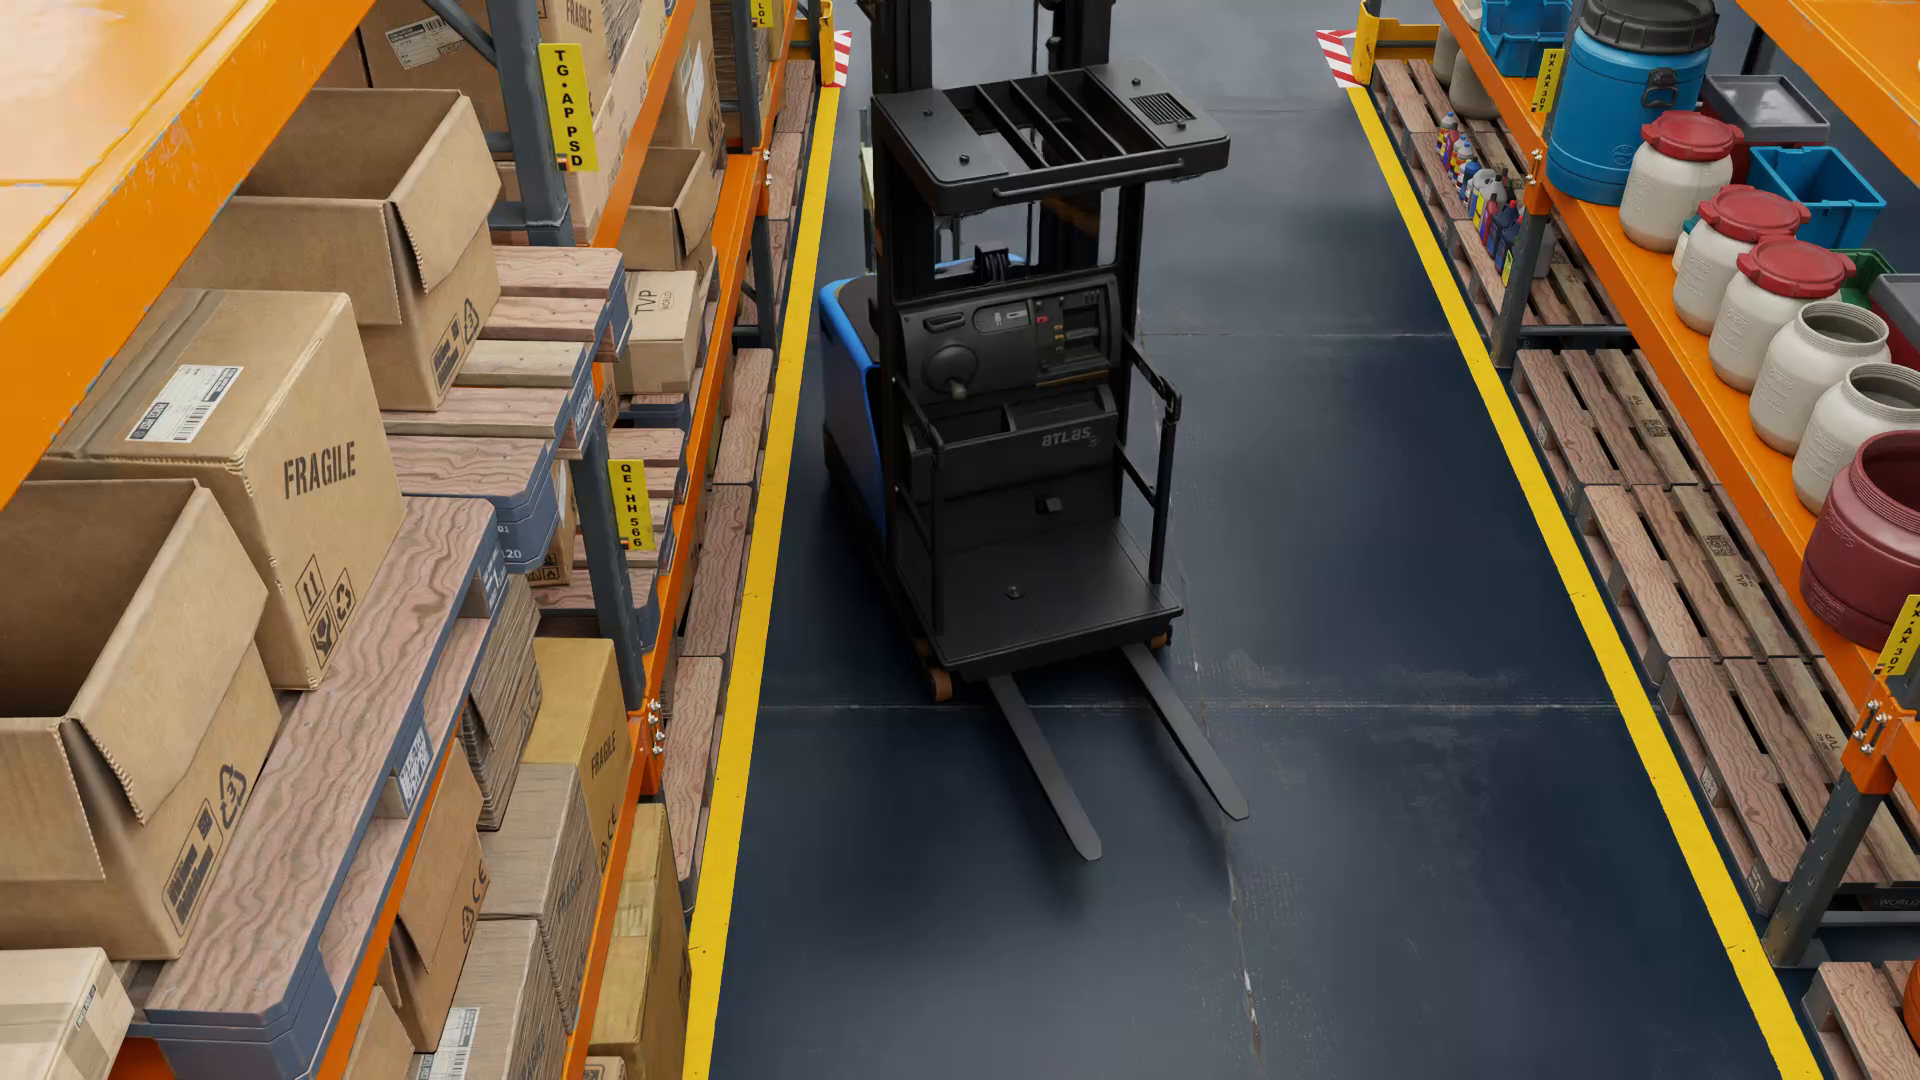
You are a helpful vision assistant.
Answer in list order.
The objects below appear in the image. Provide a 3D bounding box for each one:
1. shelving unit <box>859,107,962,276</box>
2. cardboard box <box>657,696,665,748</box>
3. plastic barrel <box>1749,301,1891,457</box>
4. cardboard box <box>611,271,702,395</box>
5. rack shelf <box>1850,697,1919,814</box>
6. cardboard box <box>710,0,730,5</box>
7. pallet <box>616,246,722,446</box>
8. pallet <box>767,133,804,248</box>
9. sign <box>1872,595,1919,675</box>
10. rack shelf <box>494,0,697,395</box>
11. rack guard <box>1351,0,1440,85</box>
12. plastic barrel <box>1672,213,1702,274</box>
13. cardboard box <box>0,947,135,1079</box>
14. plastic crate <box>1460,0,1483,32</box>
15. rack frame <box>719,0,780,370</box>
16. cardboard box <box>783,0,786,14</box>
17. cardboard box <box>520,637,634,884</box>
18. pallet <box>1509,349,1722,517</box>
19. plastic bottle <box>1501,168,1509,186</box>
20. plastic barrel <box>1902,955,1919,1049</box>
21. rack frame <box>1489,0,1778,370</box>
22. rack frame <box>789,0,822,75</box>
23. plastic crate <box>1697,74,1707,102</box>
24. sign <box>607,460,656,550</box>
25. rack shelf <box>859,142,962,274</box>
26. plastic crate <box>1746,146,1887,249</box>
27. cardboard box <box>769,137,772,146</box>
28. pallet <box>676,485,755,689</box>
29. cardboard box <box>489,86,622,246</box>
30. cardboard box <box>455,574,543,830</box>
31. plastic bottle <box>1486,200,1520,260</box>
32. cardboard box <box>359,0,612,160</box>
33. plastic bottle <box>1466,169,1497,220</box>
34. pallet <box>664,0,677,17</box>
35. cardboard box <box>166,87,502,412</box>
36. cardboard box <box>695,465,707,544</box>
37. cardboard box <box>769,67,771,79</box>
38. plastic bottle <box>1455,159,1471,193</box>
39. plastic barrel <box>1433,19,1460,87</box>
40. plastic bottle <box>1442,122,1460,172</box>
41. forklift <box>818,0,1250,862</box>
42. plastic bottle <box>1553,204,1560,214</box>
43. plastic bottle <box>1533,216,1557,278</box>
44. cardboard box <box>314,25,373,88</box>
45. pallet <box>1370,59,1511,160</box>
[{"bbox_3d":[-0.252,-1.355,8.487,0.431,1.500,0.755,-5,39,-6],"label":"shelving unit"},{"bbox_3d":[-1.521,0.741,6.320,0.700,0.500,0.500,-2,39,-2],"label":"cardboard box"},{"bbox_3d":[3.238,-0.598,6.253,0.421,0.512,0.421,0,39,0],"label":"plastic barrel"},{"bbox_3d":[-1.272,-0.798,6.376,0.500,0.250,0.500,-1,39,-1],"label":"cardboard box"},{"bbox_3d":[3.455,1.884,3.821,1.077,0.370,4.000,0,39,0],"label":"rack shelf"},{"bbox_3d":[-1.251,-2.972,8.189,0.500,0.500,0.500,0,39,0],"label":"cardboard box"},{"bbox_3d":[-1.543,-0.807,6.757,1.003,0.211,1.213,0,39,0],"label":"pallet"},{"bbox_3d":[-1.545,-2.242,10.625,1.003,0.211,1.213,0,39,0],"label":"pallet"},{"bbox_3d":[2.903,0.293,5.100,0.100,0.325,0.005,0,39,0],"label":"sign"},{"bbox_3d":[-1.502,-1.785,6.000,1.077,0.370,4.000,0,39,0],"label":"rack shelf"},{"bbox_3d":[3.491,-3.628,12.122,1.175,0.500,0.348,0,39,0],"label":"rack guard"},{"bbox_3d":[3.296,-1.267,7.289,0.301,0.262,0.301,0,39,0],"label":"plastic barrel"},{"bbox_3d":[-1.347,0.690,2.203,0.380,0.149,0.250,-2,39,-2],"label":"cardboard box"},{"bbox_3d":[3.193,-3.061,9.628,0.530,0.136,0.437,0,39,0],"label":"plastic crate"},{"bbox_3d":[-1.505,-2.145,8.274,1.000,3.000,0.127,0,39,0],"label":"rack frame"},{"bbox_3d":[-1.219,-3.120,9.691,0.380,0.149,0.250,0,39,0],"label":"cardboard box"},{"bbox_3d":[-1.252,0.625,4.737,0.500,0.500,0.500,1,39,1],"label":"cardboard box"},{"bbox_3d":[3.488,-0.570,8.538,1.003,0.211,1.213,0,39,0],"label":"pallet"},{"bbox_3d":[3.269,-2.087,10.022,0.061,0.283,0.133,0,39,0],"label":"plastic bottle"},{"bbox_3d":[3.470,1.341,5.323,0.600,0.830,0.708,0,39,0],"label":"plastic barrel"},{"bbox_3d":[3.448,-2.149,8.279,1.000,3.000,0.127,0,39,0],"label":"rack frame"},{"bbox_3d":[-1.509,-4.647,11.395,1.000,3.000,0.127,0,39,0],"label":"rack frame"},{"bbox_3d":[3.575,-2.452,8.707,0.767,0.338,0.504,0,39,0],"label":"plastic crate"},{"bbox_3d":[-0.945,-0.098,4.794,0.100,0.325,0.005,0,39,0],"label":"sign"},{"bbox_3d":[-0.252,-1.660,8.243,0.431,0.370,0.720,-5,39,-6],"label":"rack shelf"},{"bbox_3d":[3.761,-1.453,7.423,0.392,0.384,0.575,0,39,0],"label":"plastic crate"},{"bbox_3d":[-1.509,-2.679,10.604,0.500,0.500,0.500,3,39,4],"label":"cardboard box"},{"bbox_3d":[-1.498,0.194,7.584,1.003,0.211,1.213,0,39,0],"label":"pallet"},{"bbox_3d":[-1.246,-1.050,4.629,0.500,0.250,0.500,1,39,1],"label":"cardboard box"},{"bbox_3d":[-1.515,0.383,4.237,0.797,0.503,0.637,1,39,1],"label":"cardboard box"},{"bbox_3d":[3.159,-1.810,9.621,0.144,0.351,0.185,-2,39,-2],"label":"plastic bottle"},{"bbox_3d":[-1.243,-1.343,4.394,0.500,0.500,0.500,0,39,0],"label":"cardboard box"},{"bbox_3d":[3.162,-2.084,10.024,0.152,0.276,0.135,1,39,1],"label":"plastic bottle"},{"bbox_3d":[-1.606,-2.208,6.104,1.213,0.211,1.003,0,39,0],"label":"pallet"},{"bbox_3d":[-1.427,-0.637,3.575,0.797,0.503,0.637,2,39,3],"label":"cardboard box"},{"bbox_3d":[-1.543,-0.310,7.630,0.700,0.500,0.500,-3,39,-4],"label":"cardboard box"},{"bbox_3d":[-1.219,-2.495,8.911,0.380,0.149,0.250,0,39,0],"label":"cardboard box"},{"bbox_3d":[3.135,-2.257,10.299,0.097,0.201,0.097,0,39,0],"label":"plastic bottle"},{"bbox_3d":[3.521,-3.432,11.533,0.421,0.512,0.421,0,39,0],"label":"plastic barrel"},{"bbox_3d":[3.116,-2.487,10.520,0.061,0.283,0.133,1,39,1],"label":"plastic bottle"},{"bbox_3d":[0.287,-0.741,6.576,1.130,2.935,3.031,-12,40,-15],"label":"forklift"},{"bbox_3d":[3.713,-2.131,10.082,0.152,0.276,0.135,0,39,0],"label":"plastic bottle"},{"bbox_3d":[3.303,-1.690,9.472,0.144,0.351,0.185,0,39,0],"label":"plastic bottle"},{"bbox_3d":[-1.751,-1.347,4.399,0.500,0.500,0.500,1,39,1],"label":"cardboard box"},{"bbox_3d":[3.486,-3.007,11.579,1.003,0.211,1.213,0,39,0],"label":"pallet"}]
